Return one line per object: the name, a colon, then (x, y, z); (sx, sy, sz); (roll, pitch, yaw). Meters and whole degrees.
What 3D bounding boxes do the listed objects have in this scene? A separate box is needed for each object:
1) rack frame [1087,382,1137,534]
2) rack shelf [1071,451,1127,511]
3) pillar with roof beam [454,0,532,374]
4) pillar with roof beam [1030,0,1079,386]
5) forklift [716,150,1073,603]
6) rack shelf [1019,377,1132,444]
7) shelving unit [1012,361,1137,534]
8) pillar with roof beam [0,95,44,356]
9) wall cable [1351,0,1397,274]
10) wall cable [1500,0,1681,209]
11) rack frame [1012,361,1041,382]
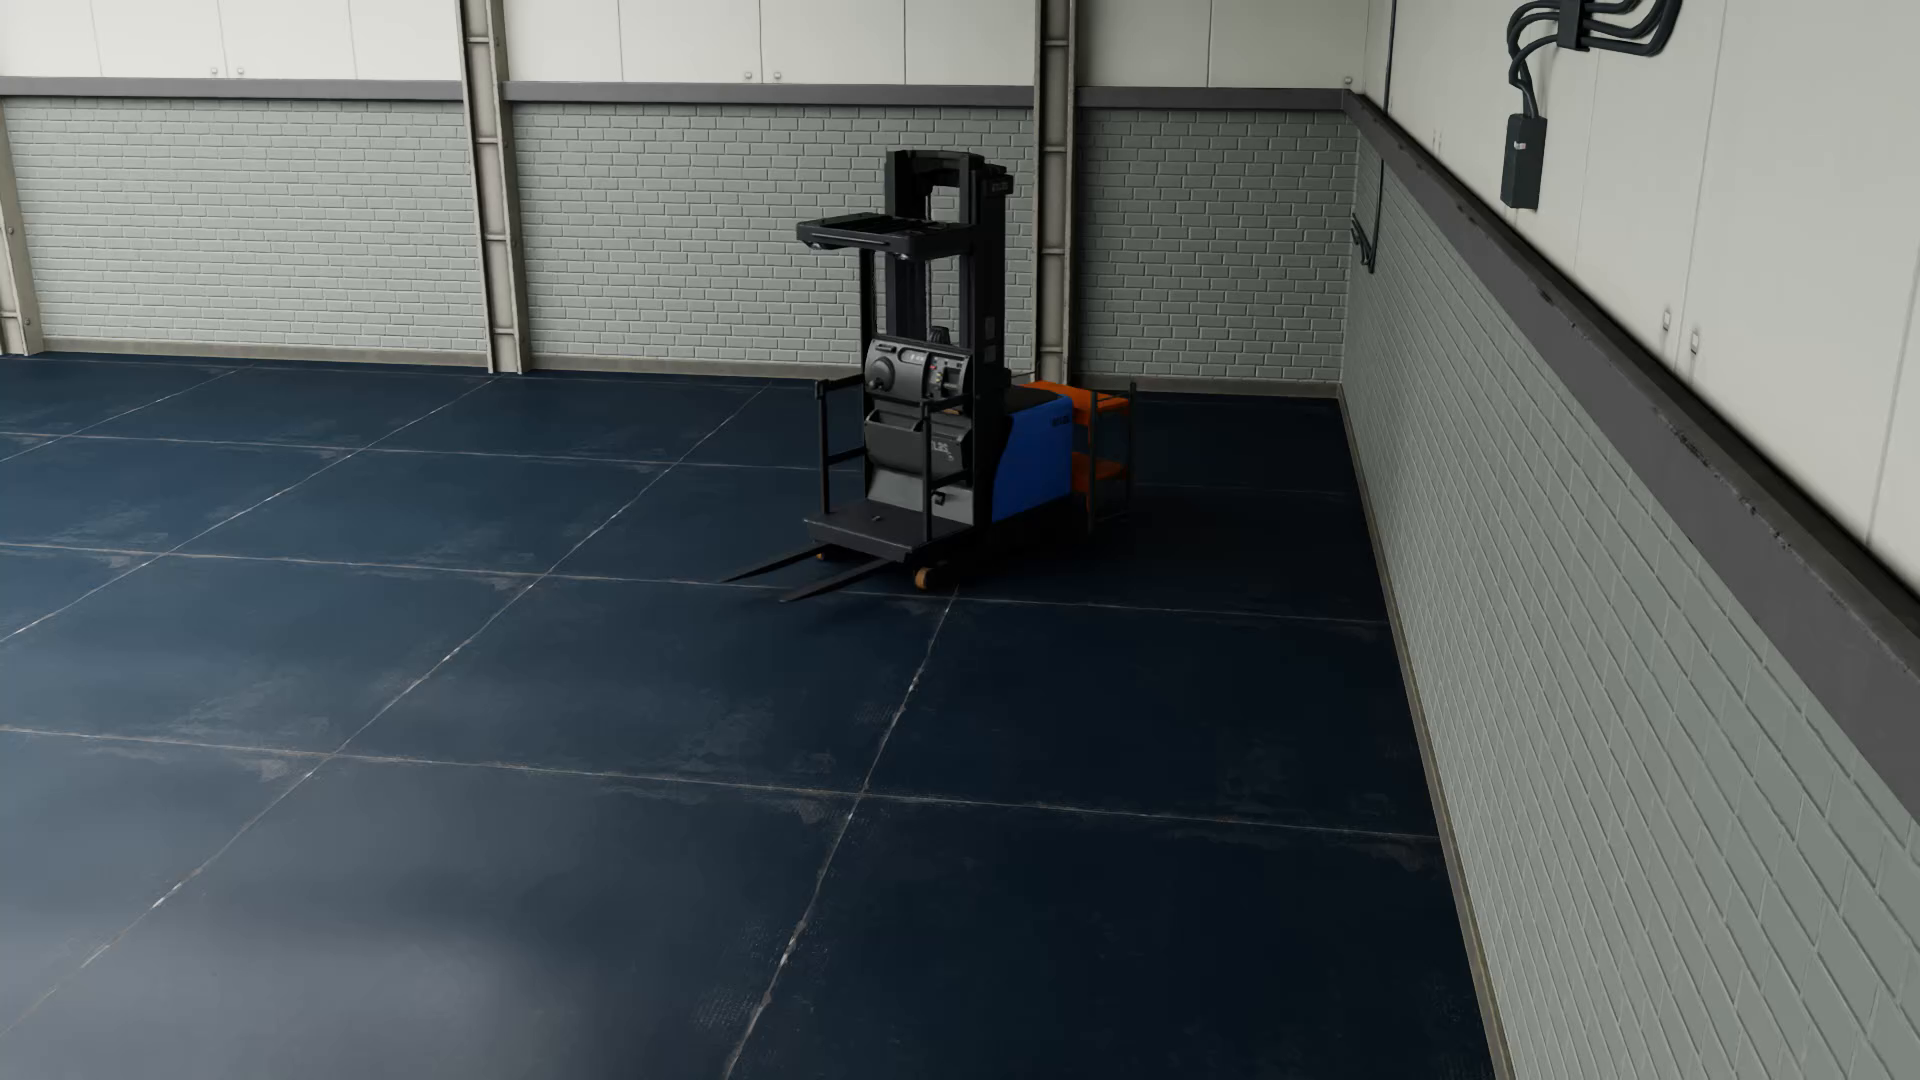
rack frame: (1.184, -0.642, 12.950); (0.500, 1.125, 0.032); (-17, 25, -42)
rack shelf: (0.829, -0.526, 13.372); (0.538, 0.278, 1.000); (-17, 25, -42)
pillar with roof beam: (-5.655, -4.796, 12.956); (0.400, 9.000, 9.100); (3, 19, 9)
pillar with roof beam: (0.269, -4.494, 12.053); (0.400, 9.000, 9.100); (3, 19, 9)
forklift: (-0.442, -1.211, 11.804); (1.130, 2.935, 3.031); (15, 23, 37)
rack shelf: (0.829, -1.035, 13.202); (0.538, 0.278, 1.000); (-17, 25, -42)
shelving unit: (0.829, -0.758, 13.295); (0.538, 1.125, 1.048); (-17, 25, -42)
pillar with roof beam: (-11.579, -5.098, 13.858); (0.400, 9.000, 9.100); (3, 19, 9)
wall cable: (3.651, -3.808, 14.896); (0.112, 2.526, 3.097); (3, 19, 9)
wall cable: (2.129, -3.920, 4.977); (0.169, 6.003, 2.305); (3, 19, 9)
rack frame: (0.474, -0.873, 13.639); (0.500, 1.125, 0.032); (-17, 25, -42)
